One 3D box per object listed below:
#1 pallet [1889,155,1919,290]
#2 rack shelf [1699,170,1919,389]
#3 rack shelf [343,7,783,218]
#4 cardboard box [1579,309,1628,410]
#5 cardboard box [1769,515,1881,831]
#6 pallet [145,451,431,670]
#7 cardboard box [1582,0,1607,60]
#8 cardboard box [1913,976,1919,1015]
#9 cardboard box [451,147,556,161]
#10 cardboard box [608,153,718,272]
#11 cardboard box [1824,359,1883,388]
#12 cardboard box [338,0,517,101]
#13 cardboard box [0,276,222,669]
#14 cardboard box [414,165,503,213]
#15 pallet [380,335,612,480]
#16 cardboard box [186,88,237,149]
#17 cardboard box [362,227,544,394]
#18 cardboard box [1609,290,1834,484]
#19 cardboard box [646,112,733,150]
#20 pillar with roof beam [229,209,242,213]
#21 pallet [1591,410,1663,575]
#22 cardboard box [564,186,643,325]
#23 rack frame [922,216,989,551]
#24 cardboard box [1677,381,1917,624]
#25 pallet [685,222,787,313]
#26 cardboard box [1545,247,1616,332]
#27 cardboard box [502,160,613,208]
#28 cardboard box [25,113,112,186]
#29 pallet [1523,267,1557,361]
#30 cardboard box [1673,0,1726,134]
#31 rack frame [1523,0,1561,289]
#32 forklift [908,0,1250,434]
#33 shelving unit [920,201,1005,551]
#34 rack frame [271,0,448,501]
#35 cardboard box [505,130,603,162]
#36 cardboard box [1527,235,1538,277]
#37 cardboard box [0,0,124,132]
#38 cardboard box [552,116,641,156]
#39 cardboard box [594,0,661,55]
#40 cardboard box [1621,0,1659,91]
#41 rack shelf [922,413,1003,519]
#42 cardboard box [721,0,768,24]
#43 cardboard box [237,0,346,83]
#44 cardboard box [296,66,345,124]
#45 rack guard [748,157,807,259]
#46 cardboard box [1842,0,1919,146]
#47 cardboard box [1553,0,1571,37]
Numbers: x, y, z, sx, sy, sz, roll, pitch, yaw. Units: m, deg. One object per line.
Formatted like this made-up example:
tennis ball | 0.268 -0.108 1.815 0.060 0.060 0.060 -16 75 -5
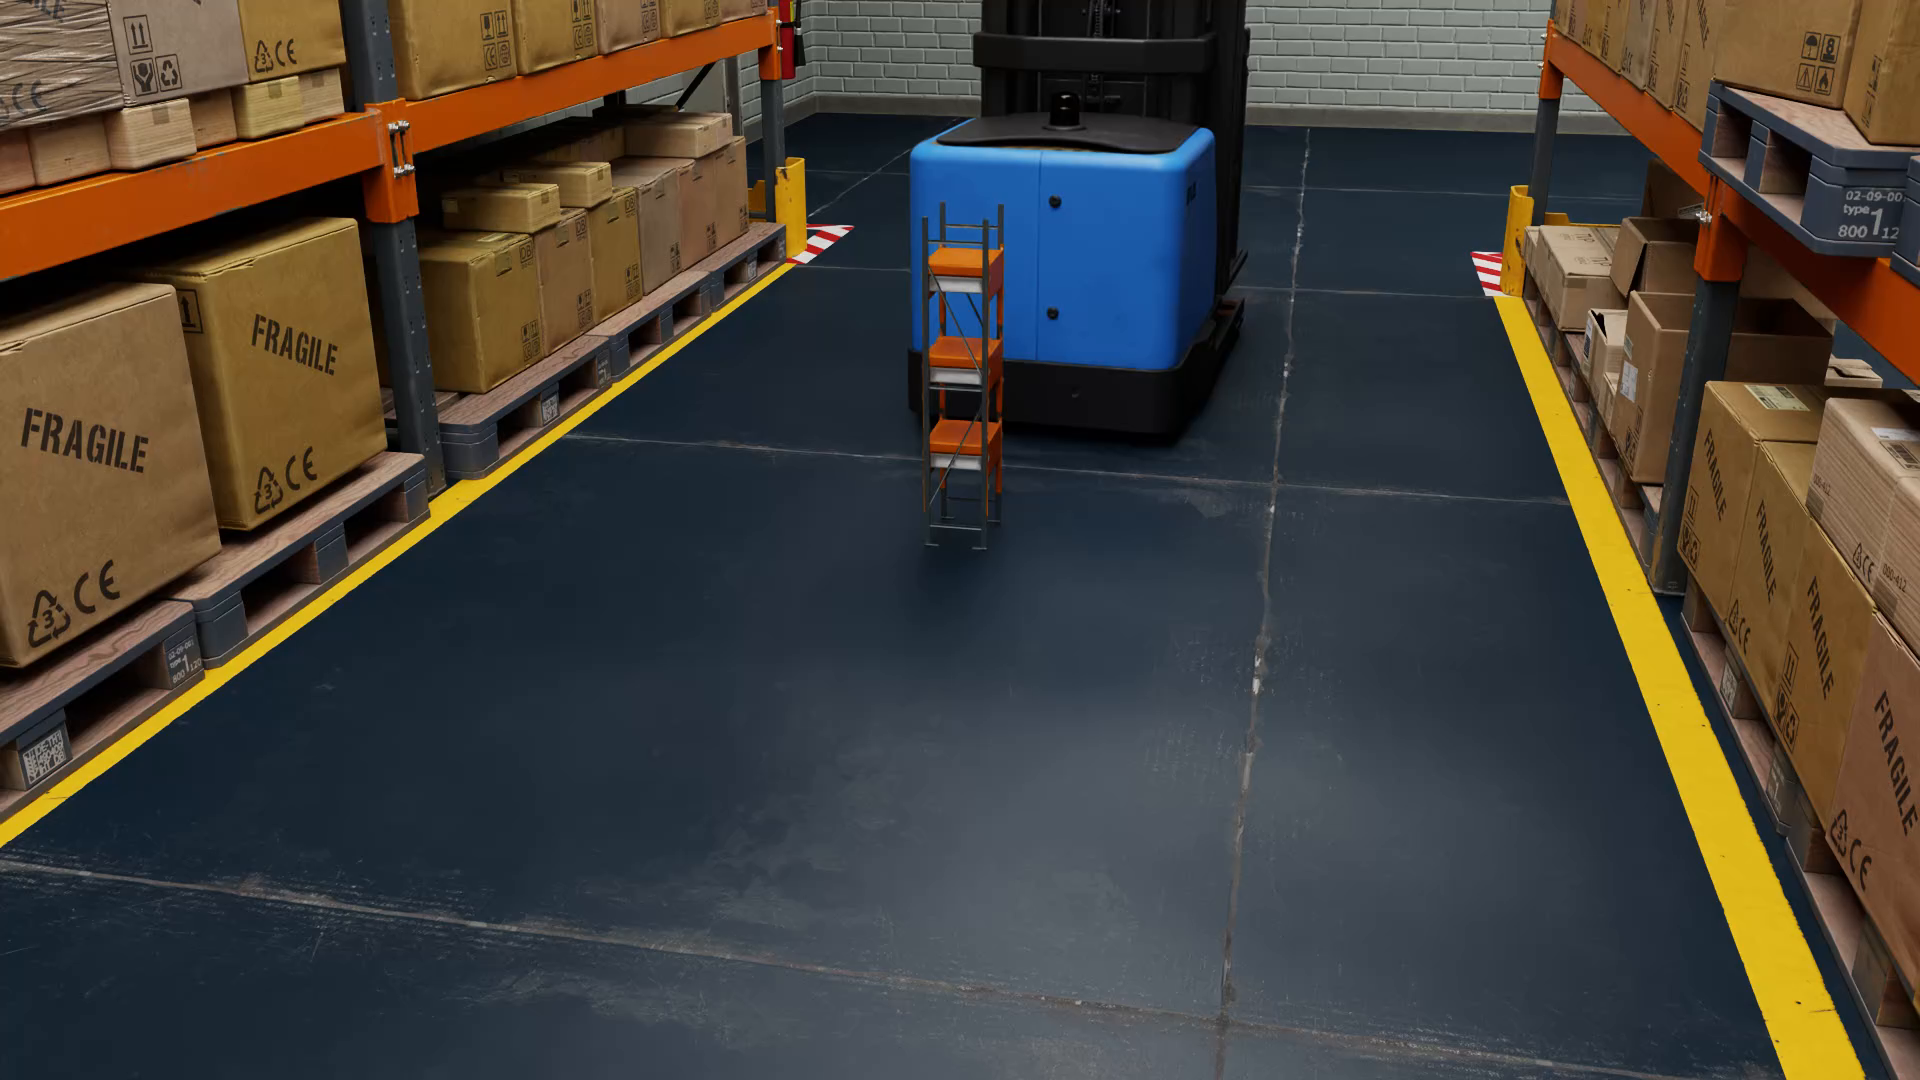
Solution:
pallet | 2.138 -0.368 2.509 1.003 0.211 1.213 4 22 11
rack shelf | 2.154 -0.143 2.657 1.077 0.370 4.000 4 22 11
rack shelf | -1.880 -1.982 7.223 1.077 0.370 4.000 4 22 11
cardboard box | 2.554 -0.669 6.011 0.500 0.311 0.500 4 22 11
cardboard box | 2.018 0.284 3.391 0.500 0.500 0.500 5 22 12
pallet | -2.372 -0.003 5.078 1.003 0.211 1.213 4 22 11
cardboard box | 2.825 -2.203 6.674 0.500 0.500 0.500 4 22 11
cardboard box | 1.813 0.661 2.454 0.500 0.500 0.500 4 22 9
cardboard box | -1.996 -1.624 7.288 0.380 0.149 0.250 4 22 10
cardboard box | -1.619 -1.636 8.184 0.700 0.500 0.500 4 22 11
cardboard box | 3.026 -0.552 5.913 0.380 0.166 0.250 4 22 11
cardboard box | -2.161 -1.921 5.706 0.980 0.700 0.700 5 22 12
cardboard box | -2.472 -0.209 4.173 0.750 0.750 0.750 5 23 13
cardboard box | -2.100 -1.438 6.824 0.380 0.149 0.250 4 22 9
pallet | -2.056 -0.563 6.469 1.003 0.211 1.213 4 22 11
cardboard box | -2.205 -1.147 4.495 0.380 0.149 0.250 5 23 13
cardboard box | -2.035 -0.885 6.321 0.700 0.500 0.500 5 22 12
cardboard box | 2.401 -0.483 5.294 0.500 0.500 0.500 4 22 11
cardboard box | -1.364 -2.059 8.366 0.380 0.149 0.250 4 22 10
pillar with roof beam | 1.223 -4.361 4.136 9.100 9.000 0.400 4 22 11
pallet | 2.703 -0.166 5.483 1.003 0.211 1.213 4 22 11
cardboard box | -1.822 -1.256 7.242 0.700 0.500 0.500 5 22 12
rack frame | -0.014 -0.462 5.095 0.200 1.050 0.008 4 22 11
cardboard box | 2.225 -0.094 4.330 0.500 0.500 0.500 3 22 8
pallet | -1.558 -1.455 8.685 1.003 0.211 1.213 4 22 11
cardboard box | 2.786 -1.057 7.054 0.500 0.250 0.500 4 22 11
cardboard box | -1.680 -1.489 6.950 0.380 0.149 0.250 4 22 9
cardboard box | -2.316 -0.961 4.034 0.380 0.149 0.250 4 22 11
pallet | 3.201 -1.058 7.698 1.003 0.211 1.213 4 22 11
cardboard box | 2.413 -1.457 4.822 0.500 0.500 0.500 5 22 12
rack frame | 3.378 -2.671 7.971 1.000 3.000 0.127 4 22 11
forklift | 0.695 -2.273 7.073 1.130 2.935 3.031 6 23 15
shelving unit | 0.011 -0.507 5.206 0.215 1.050 0.252 4 22 11
rack frame | -2.288 -1.584 5.273 1.000 3.000 0.127 4 22 11
cardboard box | -1.892 -1.811 7.750 0.380 0.149 0.250 5 22 12
cardboard box | 2.906 -1.343 7.875 0.380 0.166 0.250 4 22 11
cardboard box | -2.341 -1.220 3.808 0.500 0.500 0.500 4 22 11
cardboard box | -1.789 -1.996 8.209 0.380 0.149 0.250 5 22 11
cardboard box | -1.868 -2.454 7.030 0.980 0.700 0.700 3 22 8
cardboard box | 2.620 -1.834 5.757 0.500 0.500 0.500 5 22 12
rack shelf | 0.011 -0.239 5.314 0.215 0.259 0.240 4 22 11
cardboard box | -1.566 -2.999 8.384 0.980 0.700 0.700 5 23 13
cardboard box | -2.135 -1.590 4.728 0.500 0.500 0.500 4 22 10
cardboard box | -2.080 -1.332 4.955 0.380 0.149 0.250 5 22 11
rack guard | -1.467 -1.897 9.394 1.175 0.500 0.348 4 22 11
cardboard box | 2.168 -1.037 3.217 0.700 0.500 0.500 8 23 19
cardboard box | 3.030 -2.575 7.599 0.500 0.500 0.500 5 22 12
